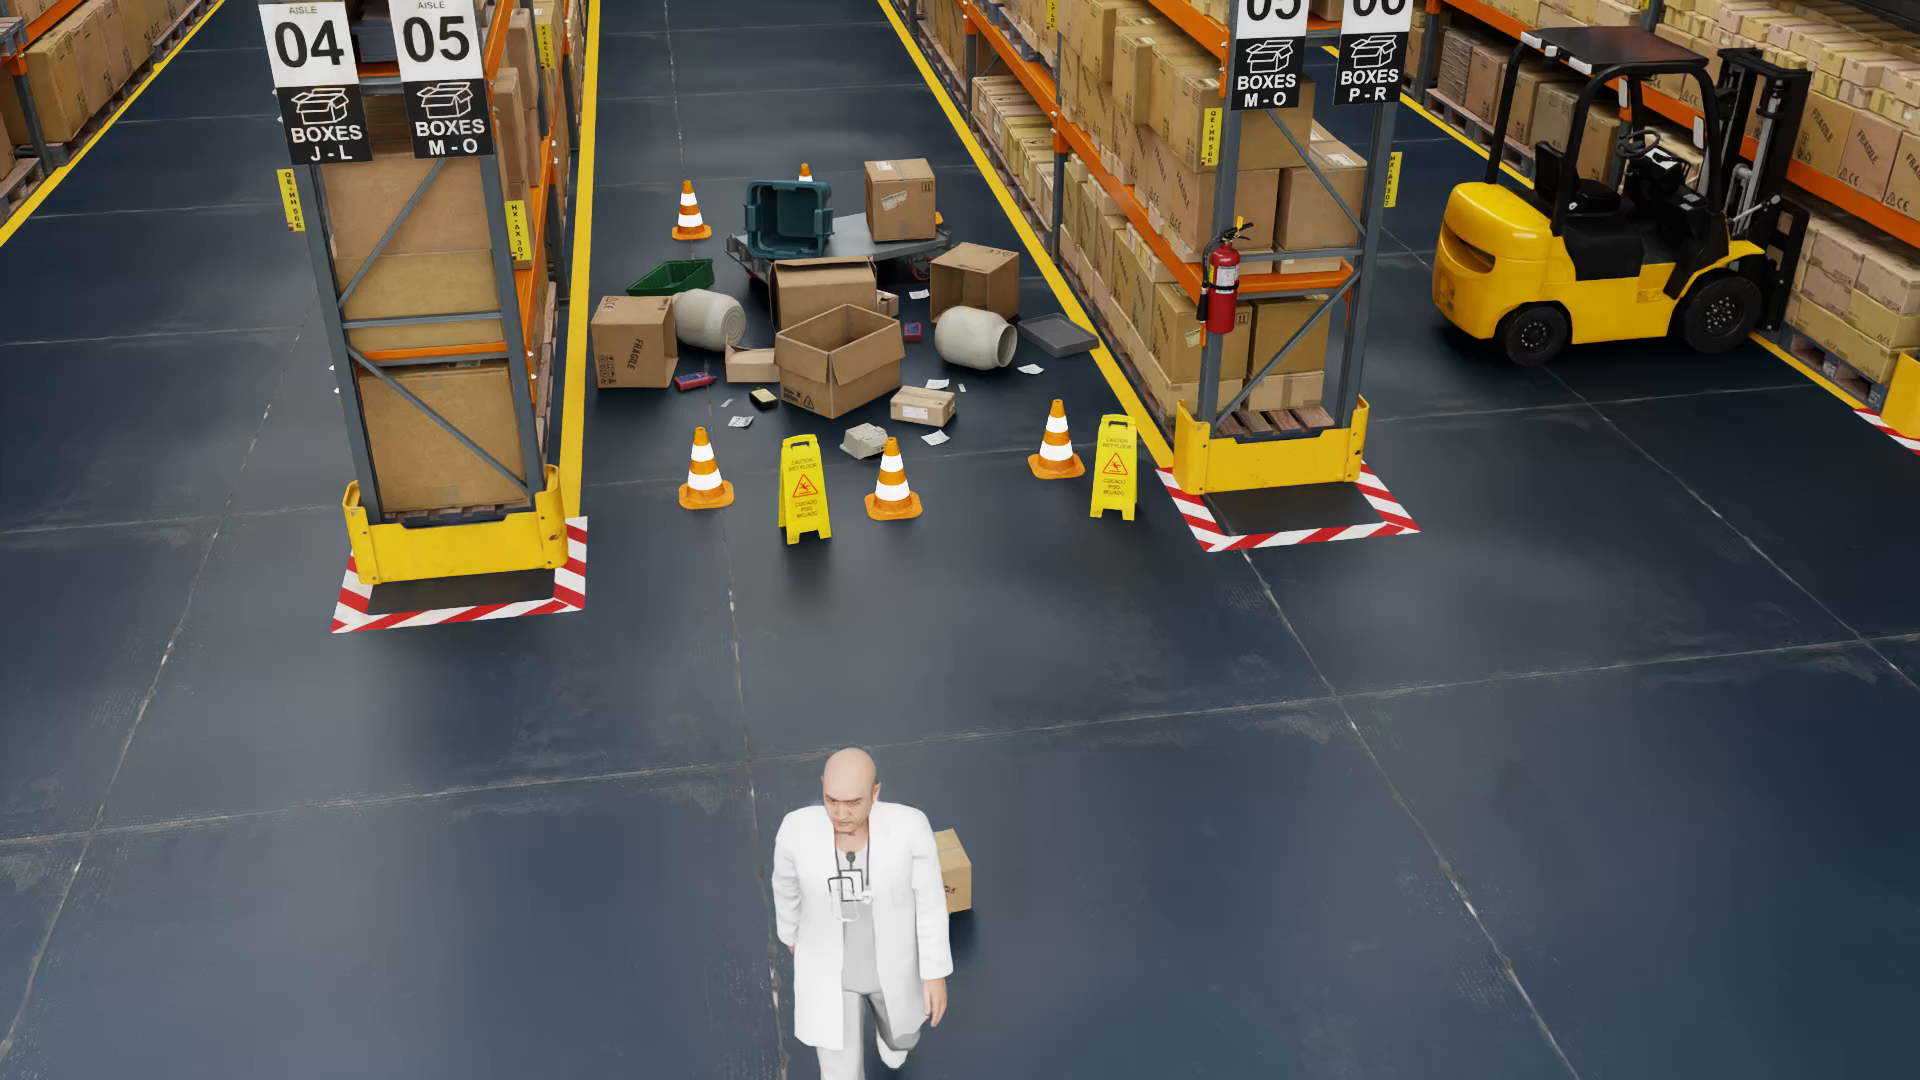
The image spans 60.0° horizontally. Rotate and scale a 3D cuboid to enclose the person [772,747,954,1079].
[{"bbox_3d":[-0.333,1.408,5.730,0.605,1.740,1.009,-2,30,-4],"label":"person"}]
